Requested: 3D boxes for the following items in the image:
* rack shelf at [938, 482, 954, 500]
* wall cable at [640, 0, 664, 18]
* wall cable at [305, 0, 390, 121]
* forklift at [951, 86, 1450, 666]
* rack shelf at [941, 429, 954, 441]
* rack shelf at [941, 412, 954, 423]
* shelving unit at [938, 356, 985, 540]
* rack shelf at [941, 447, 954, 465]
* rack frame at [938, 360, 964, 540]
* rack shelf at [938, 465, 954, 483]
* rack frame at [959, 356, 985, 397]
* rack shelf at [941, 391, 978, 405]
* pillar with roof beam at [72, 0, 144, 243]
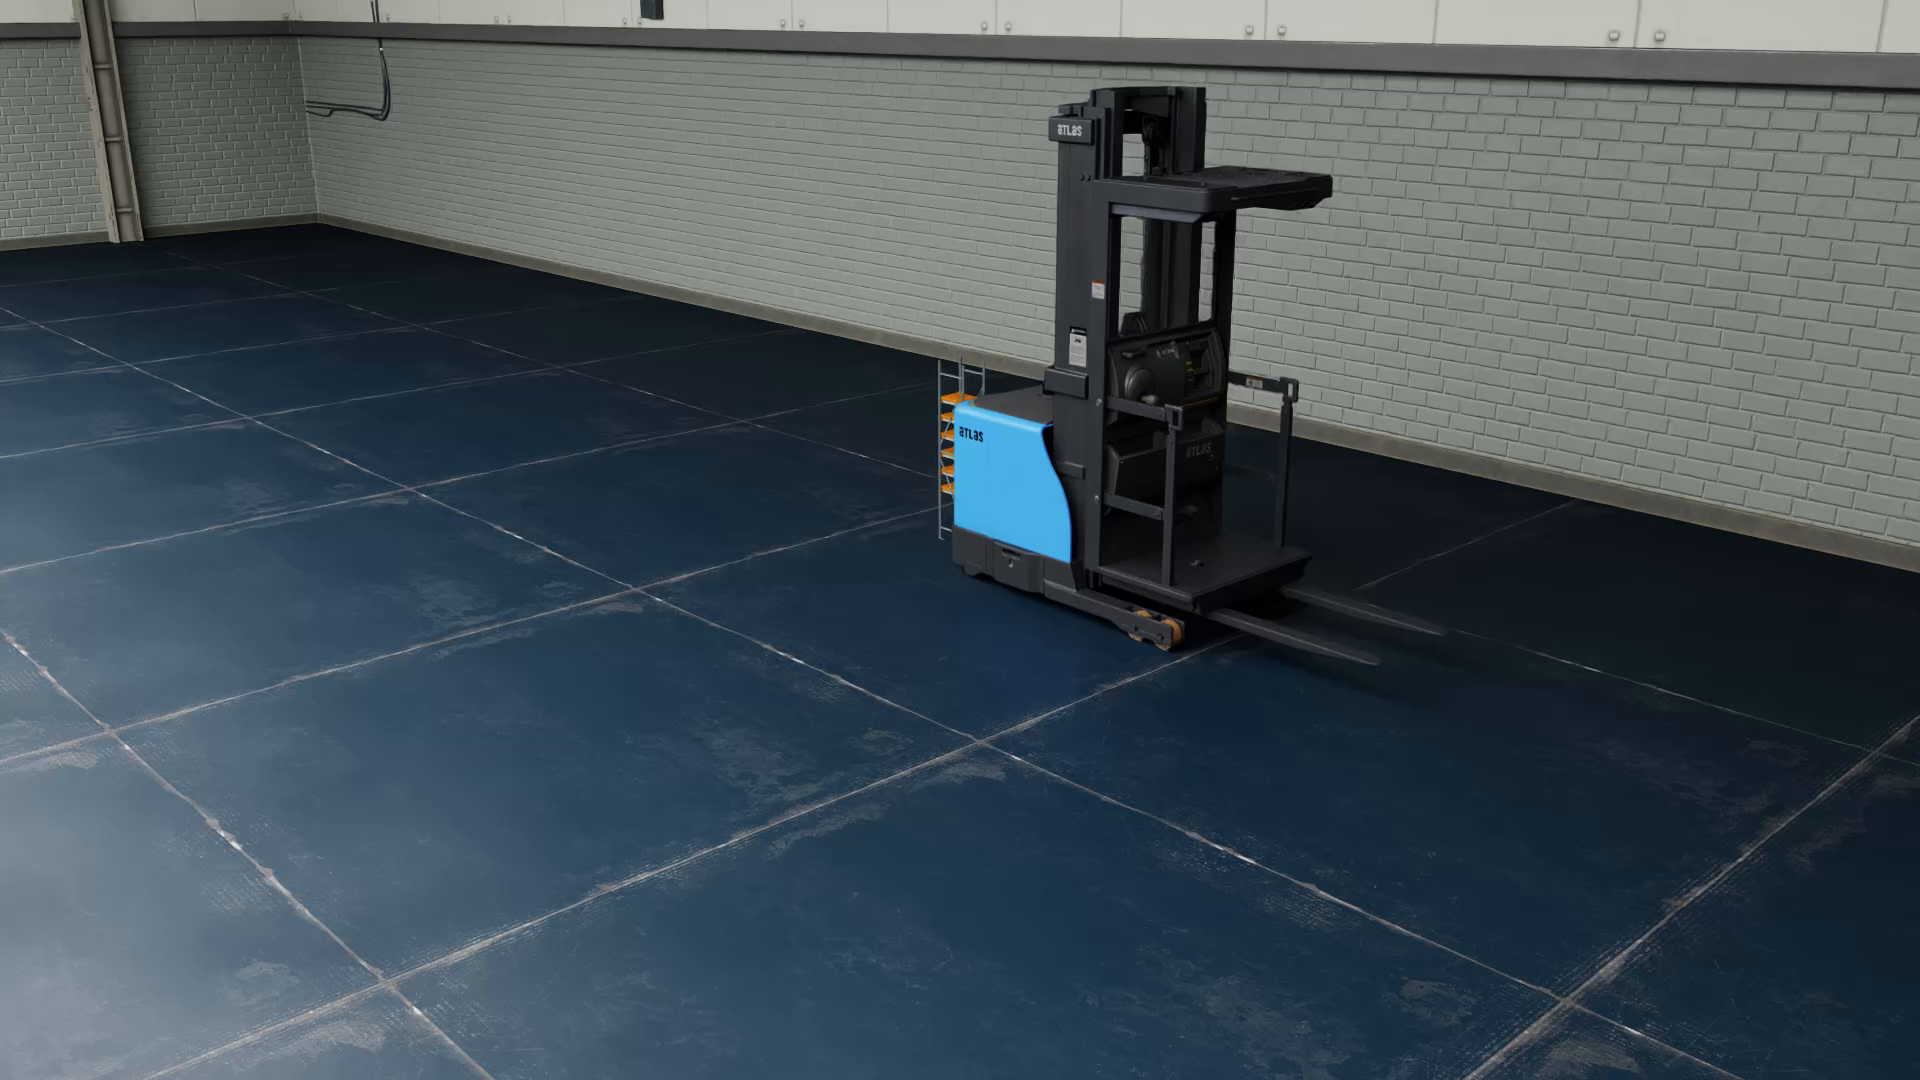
[{"bbox_3d":[0.011,-0.303,10.897,0.180,0.103,0.258,-16,24,-41],"label":"rack shelf"},{"bbox_3d":[-2.812,-8.539,17.216,0.169,6.003,2.305,-16,24,-41],"label":"wall cable"},{"bbox_3d":[-9.323,-7.575,24.792,0.112,2.526,3.097,-16,24,-41],"label":"wall cable"},{"bbox_3d":[1.313,-0.968,9.219,1.130,2.935,3.031,-16,24,-40],"label":"forklift"},{"bbox_3d":[0.010,-0.646,10.786,0.180,0.103,0.258,-16,24,-41],"label":"rack shelf"},{"bbox_3d":[0.010,-0.760,10.749,0.180,0.103,0.258,-16,24,-41],"label":"rack shelf"},{"bbox_3d":[0.010,-0.574,10.809,0.189,1.200,0.258,-16,24,-41],"label":"shelving unit"},{"bbox_3d":[0.010,-0.532,10.823,0.180,0.103,0.258,-16,24,-41],"label":"rack shelf"},{"bbox_3d":[-0.056,-0.554,10.749,0.006,1.200,0.240,-16,24,-41],"label":"rack frame"},{"bbox_3d":[0.010,-0.417,10.860,0.180,0.103,0.258,-16,24,-41],"label":"rack shelf"},{"bbox_3d":[0.077,-0.593,10.869,0.006,1.200,0.240,-16,24,-41],"label":"rack frame"},{"bbox_3d":[0.010,-0.874,10.712,0.180,0.103,0.258,-16,24,-41],"label":"rack shelf"},{"bbox_3d":[-9.414,-7.759,20.326,0.400,9.000,9.100,-16,24,-41],"label":"pillar with roof beam"}]
